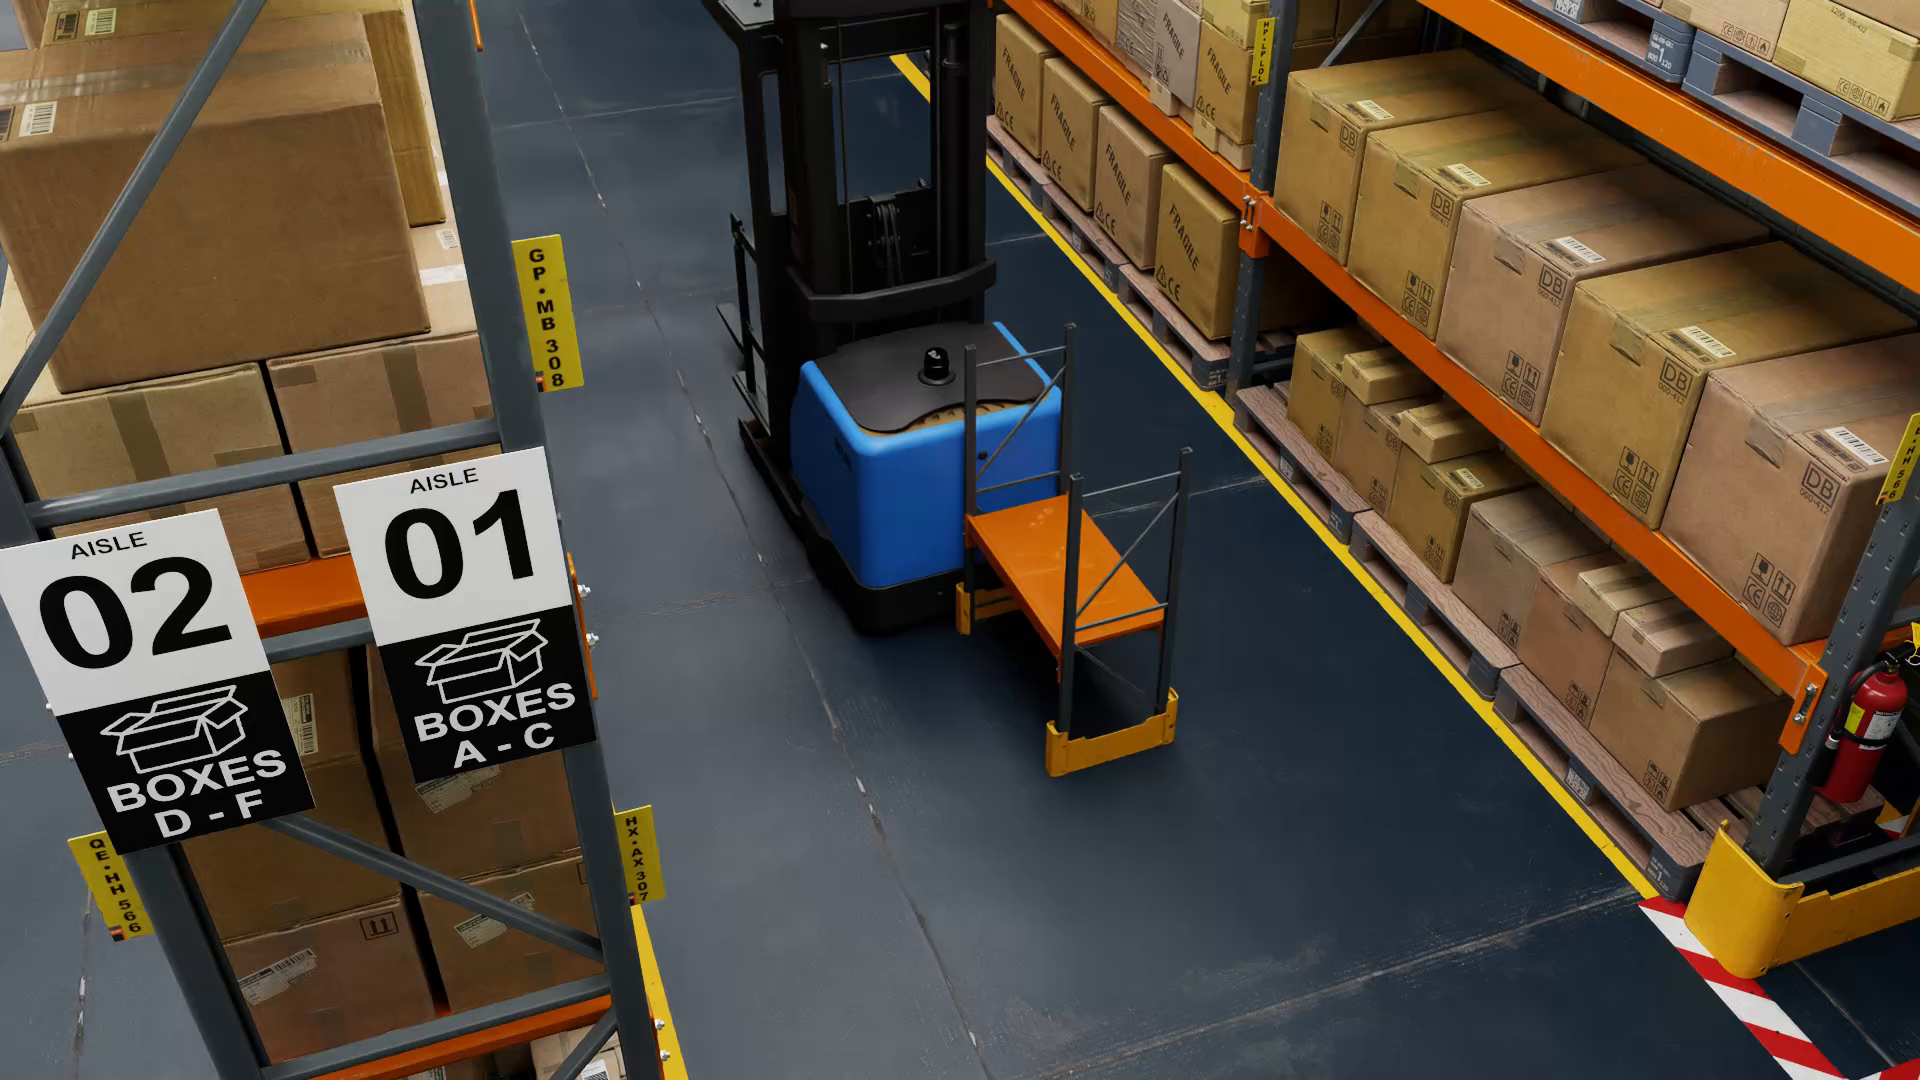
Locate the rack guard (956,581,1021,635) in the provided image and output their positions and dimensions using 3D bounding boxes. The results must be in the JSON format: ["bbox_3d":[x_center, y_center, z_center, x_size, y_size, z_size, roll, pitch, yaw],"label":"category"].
[{"bbox_3d":[0.262,0.258,7.761,0.587,0.250,0.087,-14,39,-18],"label":"rack guard"}]

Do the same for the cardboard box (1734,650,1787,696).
[{"bbox_3d":[3.250,0.433,6.432,0.380,0.149,0.250,-12,39,-16],"label":"cardboard box"}]

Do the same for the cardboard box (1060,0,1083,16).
[{"bbox_3d":[0.869,-3.574,10.215,0.500,0.500,0.500,-13,39,-16],"label":"cardboard box"}]

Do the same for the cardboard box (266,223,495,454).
[{"bbox_3d":[-1.229,-0.448,3.628,0.500,0.250,0.500,-12,39,-16],"label":"cardboard box"}]

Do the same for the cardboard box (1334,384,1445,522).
[{"bbox_3d":[2.308,-0.494,8.202,0.700,0.500,0.500,-13,39,-16],"label":"cardboard box"}]

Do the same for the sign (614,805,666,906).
[{"bbox_3d":[-0.787,0.776,4.067,0.100,0.325,0.005,-12,39,-16],"label":"sign"}]

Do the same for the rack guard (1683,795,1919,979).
[{"bbox_3d":[3.362,1.219,6.277,1.175,0.500,0.348,-12,39,-16],"label":"rack guard"}]

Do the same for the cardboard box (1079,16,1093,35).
[{"bbox_3d":[0.965,-3.265,10.345,0.380,0.149,0.250,-12,39,-15],"label":"cardboard box"}]

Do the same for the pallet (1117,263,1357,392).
[{"bbox_3d":[1.641,-1.360,9.940,1.003,0.211,1.213,-12,39,-16],"label":"pallet"}]

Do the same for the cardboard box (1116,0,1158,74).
[{"bbox_3d":[1.232,-3.000,9.453,0.500,0.500,0.500,-12,39,-16],"label":"cardboard box"}]

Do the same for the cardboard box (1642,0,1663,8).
[{"bbox_3d":[2.488,-2.085,5.785,0.500,0.250,0.500,-14,39,-17],"label":"cardboard box"}]

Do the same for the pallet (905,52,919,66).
[{"bbox_3d":[-0.083,-4.329,13.882,1.003,0.211,1.213,-12,39,-16],"label":"pallet"}]

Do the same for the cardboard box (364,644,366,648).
[{"bbox_3d":[-1.388,0.196,4.643,0.500,0.500,0.500,-12,39,-15],"label":"cardboard box"}]

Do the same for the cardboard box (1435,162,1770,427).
[{"bbox_3d":[2.654,-1.041,6.949,0.980,0.700,0.700,-14,39,-18],"label":"cardboard box"}]

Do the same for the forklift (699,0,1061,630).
[{"bbox_3d":[-0.539,-1.640,8.052,1.130,2.935,3.031,-14,39,-18],"label":"forklift"}]

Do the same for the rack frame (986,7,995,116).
[{"bbox_3d":[0.601,-4.313,11.543,1.000,3.000,0.127,-12,39,-16],"label":"rack frame"}]

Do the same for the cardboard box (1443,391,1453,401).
[{"bbox_3d":[2.549,-0.715,7.956,0.380,0.149,0.250,-14,39,-17],"label":"cardboard box"}]

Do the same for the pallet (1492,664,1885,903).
[{"bbox_3d":[3.005,0.885,6.960,1.003,0.211,1.213,-12,39,-16],"label":"pallet"}]

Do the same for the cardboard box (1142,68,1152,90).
[{"bbox_3d":[1.271,-2.675,9.561,0.380,0.149,0.250,-12,39,-16],"label":"cardboard box"}]

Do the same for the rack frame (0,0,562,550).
[{"bbox_3d":[-1.296,-1.162,2.374,1.000,3.000,0.127,-12,39,-16],"label":"rack frame"}]

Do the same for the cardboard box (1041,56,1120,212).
[{"bbox_3d":[1.026,-2.683,10.817,0.750,0.750,0.750,-13,39,-16],"label":"cardboard box"}]

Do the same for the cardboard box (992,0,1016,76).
[{"bbox_3d":[0.304,-3.886,12.688,0.700,0.500,0.500,-12,39,-15],"label":"cardboard box"}]

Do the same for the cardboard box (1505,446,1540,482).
[{"bbox_3d":[2.725,-0.426,7.573,0.380,0.149,0.250,-13,39,-17],"label":"cardboard box"}]

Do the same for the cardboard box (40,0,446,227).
[{"bbox_3d":[-1.581,-0.990,3.724,0.700,0.500,0.500,-12,39,-16],"label":"cardboard box"}]

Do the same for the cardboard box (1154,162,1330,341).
[{"bbox_3d":[1.631,-1.702,9.515,0.750,0.750,0.750,-12,39,-15],"label":"cardboard box"}]

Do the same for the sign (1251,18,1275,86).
[{"bbox_3d":[1.471,-2.366,8.062,0.100,0.325,0.005,-12,39,-16],"label":"sign"}]

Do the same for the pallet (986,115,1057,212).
[{"bbox_3d":[0.801,-2.738,11.770,1.003,0.211,1.213,-12,39,-16],"label":"pallet"}]

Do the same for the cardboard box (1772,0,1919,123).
[{"bbox_3d":[2.852,-1.498,5.006,0.500,0.250,0.500,-11,38,-15],"label":"cardboard box"}]

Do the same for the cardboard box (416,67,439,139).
[{"bbox_3d":[-1.572,-1.013,4.378,0.500,0.250,0.500,-12,39,-16],"label":"cardboard box"}]

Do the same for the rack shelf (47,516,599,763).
[{"bbox_3d":[-1.985,-0.806,4.993,1.077,0.370,4.000,-12,39,-16],"label":"rack shelf"}]

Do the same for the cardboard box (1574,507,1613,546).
[{"bbox_3d":[2.901,-0.138,7.190,0.380,0.149,0.250,-12,39,-15],"label":"cardboard box"}]

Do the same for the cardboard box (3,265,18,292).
[{"bbox_3d":[-1.885,-0.623,3.861,0.500,0.250,0.500,-12,39,-16],"label":"cardboard box"}]

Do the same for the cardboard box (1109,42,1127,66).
[{"bbox_3d":[1.118,-2.972,9.955,0.380,0.149,0.250,-11,38,-15],"label":"cardboard box"}]

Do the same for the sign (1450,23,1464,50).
[{"bbox_3d":[2.498,-2.546,8.412,0.100,0.325,0.005,-12,39,-16],"label":"sign"}]

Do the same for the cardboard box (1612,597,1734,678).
[{"bbox_3d":[2.803,0.369,6.517,0.380,0.149,0.250,-13,39,-16],"label":"cardboard box"}]

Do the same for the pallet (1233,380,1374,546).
[{"bbox_3d":[2.165,-0.493,8.790,1.003,0.211,1.213,-12,39,-16],"label":"pallet"}]

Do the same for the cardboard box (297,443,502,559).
[{"bbox_3d":[-1.234,-0.247,3.776,0.500,0.250,0.500,-12,39,-16],"label":"cardboard box"}]

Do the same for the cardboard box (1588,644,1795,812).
[{"bbox_3d":[3.019,0.663,6.666,0.700,0.500,0.500,-12,39,-16],"label":"cardboard box"}]

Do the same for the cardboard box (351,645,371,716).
[{"bbox_3d":[-1.882,0.315,4.485,0.500,0.500,0.500,-11,38,-15],"label":"cardboard box"}]

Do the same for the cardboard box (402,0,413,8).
[{"bbox_3d":[-1.912,-1.579,5.129,0.500,0.250,0.500,-12,39,-16],"label":"cardboard box"}]

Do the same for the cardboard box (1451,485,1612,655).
[{"bbox_3d":[2.673,0.096,7.419,0.700,0.500,0.500,-14,39,-17],"label":"cardboard box"}]

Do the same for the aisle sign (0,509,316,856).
[{"bbox_3d":[-1.560,0.298,3.261,0.394,0.787,0.004,-12,39,-16],"label":"aisle sign"}]

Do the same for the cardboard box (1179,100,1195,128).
[{"bbox_3d":[1.439,-2.386,9.178,0.380,0.149,0.250,-11,38,-15],"label":"cardboard box"}]

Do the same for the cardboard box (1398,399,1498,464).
[{"bbox_3d":[2.264,-0.512,7.686,0.380,0.149,0.250,-14,39,-17],"label":"cardboard box"}]

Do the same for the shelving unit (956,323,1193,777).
[{"bbox_3d":[0.451,0.036,7.017,0.587,1.500,1.083,-14,39,-18],"label":"shelving unit"}]

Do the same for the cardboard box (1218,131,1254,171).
[{"bbox_3d":[1.595,-2.093,8.788,0.380,0.149,0.250,-12,39,-16],"label":"cardboard box"}]

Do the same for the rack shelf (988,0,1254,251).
[{"bbox_3d":[1.289,-2.896,10.259,1.077,0.370,4.000,-12,39,-16],"label":"rack shelf"}]

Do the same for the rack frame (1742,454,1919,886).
[{"bbox_3d":[3.354,0.207,5.543,1.000,3.000,0.127,-12,39,-16],"label":"rack frame"}]

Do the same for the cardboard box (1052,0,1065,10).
[{"bbox_3d":[0.789,-3.558,10.733,0.380,0.149,0.250,-13,39,-16],"label":"cardboard box"}]

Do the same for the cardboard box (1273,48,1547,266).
[{"bbox_3d":[2.148,-1.863,8.041,0.980,0.700,0.700,-12,39,-15],"label":"cardboard box"}]

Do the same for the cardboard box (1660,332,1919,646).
[{"bbox_3d":[3.169,-0.199,5.833,0.980,0.700,0.700,-11,38,-14],"label":"cardboard box"}]

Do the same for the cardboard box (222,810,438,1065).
[{"bbox_3d":[-1.706,0.998,4.410,0.500,0.500,0.500,-11,38,-15],"label":"cardboard box"}]

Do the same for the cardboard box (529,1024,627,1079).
[{"bbox_3d":[-1.204,1.741,5.495,0.380,0.166,0.250,-12,39,-16],"label":"cardboard box"}]

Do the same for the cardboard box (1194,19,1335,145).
[{"bbox_3d":[1.582,-2.428,8.694,0.500,0.500,0.500,-13,39,-17],"label":"cardboard box"}]

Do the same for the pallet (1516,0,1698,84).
[{"bbox_3d":[2.665,-2.063,6.137,1.003,0.211,1.213,-12,39,-16],"label":"pallet"}]

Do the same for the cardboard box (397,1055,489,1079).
[{"bbox_3d":[-1.715,1.801,5.138,0.500,0.500,0.500,-12,39,-16],"label":"cardboard box"}]

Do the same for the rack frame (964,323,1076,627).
[{"bbox_3d":[0.255,-0.252,7.399,0.500,1.500,0.032,-14,39,-18],"label":"rack frame"}]
